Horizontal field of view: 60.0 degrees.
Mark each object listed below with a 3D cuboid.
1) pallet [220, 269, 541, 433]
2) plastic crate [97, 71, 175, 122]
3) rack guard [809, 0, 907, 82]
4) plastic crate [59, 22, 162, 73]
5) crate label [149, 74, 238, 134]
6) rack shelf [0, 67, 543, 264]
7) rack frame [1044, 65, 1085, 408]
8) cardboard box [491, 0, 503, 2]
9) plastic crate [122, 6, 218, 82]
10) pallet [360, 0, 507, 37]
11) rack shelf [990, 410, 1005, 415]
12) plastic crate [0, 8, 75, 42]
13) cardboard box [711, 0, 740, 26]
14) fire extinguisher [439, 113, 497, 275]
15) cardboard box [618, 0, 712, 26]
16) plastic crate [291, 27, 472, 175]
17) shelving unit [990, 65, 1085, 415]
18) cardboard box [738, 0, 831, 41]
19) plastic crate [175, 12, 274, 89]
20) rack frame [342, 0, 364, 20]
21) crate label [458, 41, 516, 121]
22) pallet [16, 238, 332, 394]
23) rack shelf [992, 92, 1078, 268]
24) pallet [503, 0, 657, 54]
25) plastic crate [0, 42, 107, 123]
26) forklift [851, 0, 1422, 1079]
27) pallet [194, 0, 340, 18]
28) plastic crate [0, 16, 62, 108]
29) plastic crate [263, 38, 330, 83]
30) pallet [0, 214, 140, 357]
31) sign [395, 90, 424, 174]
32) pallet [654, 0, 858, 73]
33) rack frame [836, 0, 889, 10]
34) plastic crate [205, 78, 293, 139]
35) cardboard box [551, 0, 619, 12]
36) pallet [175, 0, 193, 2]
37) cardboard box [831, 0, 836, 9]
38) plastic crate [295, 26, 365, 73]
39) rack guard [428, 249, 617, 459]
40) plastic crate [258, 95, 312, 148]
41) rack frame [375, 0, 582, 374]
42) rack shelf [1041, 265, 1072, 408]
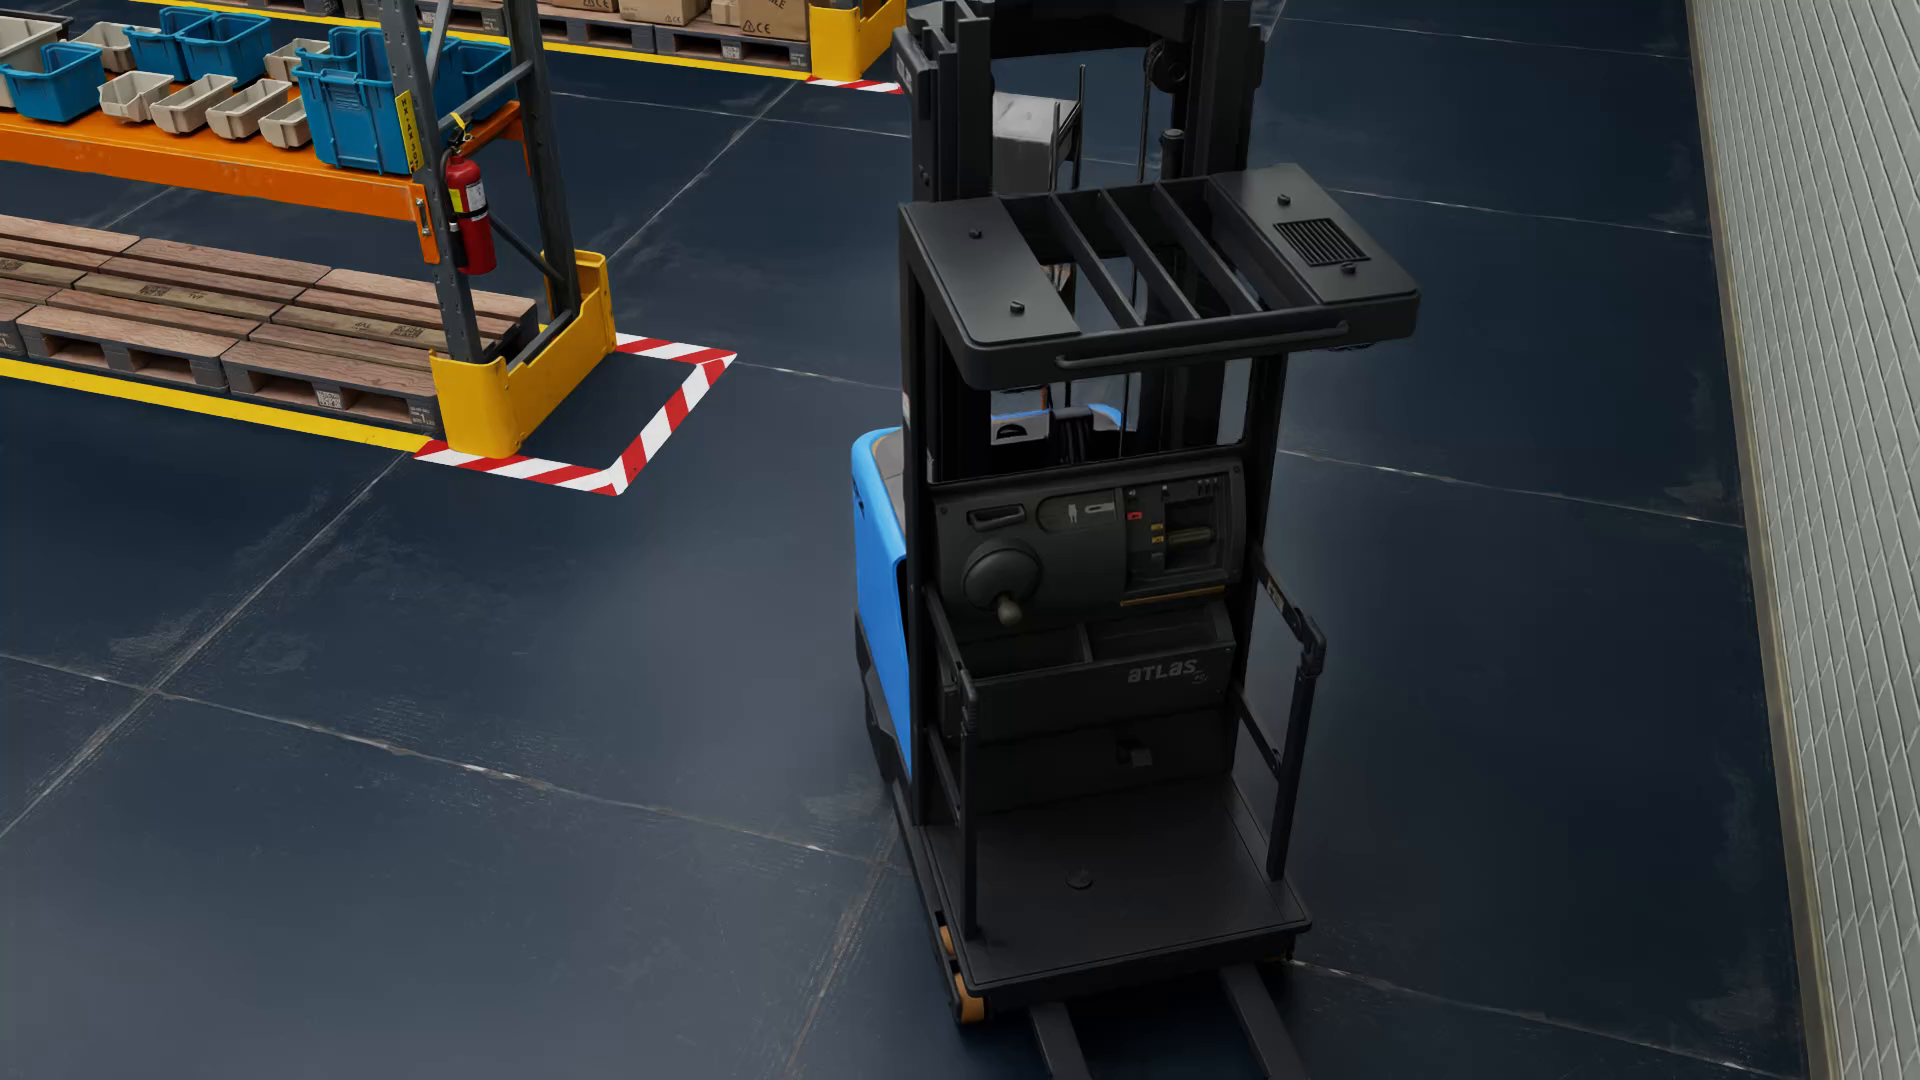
[{"bbox_3d":[-2.900,-0.978,8.401,1.213,0.211,1.003,10,38,14],"label":"pallet"},{"bbox_3d":[-3.790,-2.030,7.649,0.250,0.136,0.298,10,38,14],"label":"plastic crate"},{"bbox_3d":[-0.716,-3.742,11.913,0.348,0.500,1.175,10,38,14],"label":"rack guard"},{"bbox_3d":[-4.190,-2.421,8.181,0.466,0.136,0.293,10,38,14],"label":"plastic crate"},{"bbox_3d":[-3.502,-1.988,7.593,0.243,0.136,0.396,10,38,14],"label":"crate label"},{"bbox_3d":[-4.033,-1.997,8.040,4.000,0.370,1.077,10,38,14],"label":"rack shelf"},{"bbox_3d":[0.391,-0.773,6.529,0.015,2.100,0.400,10,38,14],"label":"rack frame"},{"bbox_3d":[-3.297,-4.135,12.357,0.250,0.166,0.380,10,38,14],"label":"cardboard box"},{"bbox_3d":[-3.805,-2.406,8.079,0.300,0.233,0.416,10,38,14],"label":"plastic crate"},{"bbox_3d":[-3.806,-4.198,12.775,1.213,0.211,1.003,10,38,14],"label":"pallet"},{"bbox_3d":[0.158,-0.242,7.011,0.480,0.518,0.431,10,38,14],"label":"rack shelf"},{"bbox_3d":[-4.794,-2.508,8.309,0.590,0.125,0.437,10,38,14],"label":"plastic crate"},{"bbox_3d":[-1.596,-3.851,11.971,0.250,0.166,0.380,10,38,14],"label":"cardboard box"},{"bbox_3d":[-2.116,-1.469,7.095,0.183,0.674,0.296,10,38,14],"label":"fire extinguisher"},{"bbox_3d":[-2.134,-3.947,12.031,0.500,0.250,0.500,10,38,14],"label":"cardboard box"},{"bbox_3d":[-2.499,-1.926,7.255,0.499,0.435,0.616,10,38,14],"label":"plastic crate"},{"bbox_3d":[0.158,-0.816,6.588,0.503,2.100,0.431,10,38,14],"label":"shelving unit"},{"bbox_3d":[-1.236,-3.863,11.705,0.500,0.500,0.500,10,38,14],"label":"cardboard box"},{"bbox_3d":[-3.518,-2.353,8.007,0.300,0.233,0.416,10,38,14],"label":"plastic crate"},{"bbox_3d":[-4.461,-5.443,12.114,0.127,3.000,1.000,10,38,14],"label":"rack frame"},{"bbox_3d":[-2.261,-2.120,7.691,0.303,0.233,0.416,10,38,14],"label":"crate label"},{"bbox_3d":[-4.060,-1.195,8.696,1.213,0.211,1.003,10,38,14],"label":"pallet"},{"bbox_3d":[0.158,-1.369,6.181,0.480,0.518,0.431,10,38,14],"label":"rack shelf"},{"bbox_3d":[-2.638,-3.983,12.484,1.213,0.211,1.003,10,38,14],"label":"pallet"},{"bbox_3d":[-4.161,-2.108,7.675,0.300,0.233,0.416,10,38,14],"label":"plastic crate"},{"bbox_3d":[0.441,0.076,4.675,1.130,2.935,3.031,-8,37,-11],"label":"forklift"},{"bbox_3d":[-5.249,-4.442,13.107,1.213,0.211,1.003,10,38,14],"label":"pallet"},{"bbox_3d":[-4.539,-2.243,7.816,0.530,0.282,0.437,10,38,14],"label":"plastic crate"},{"bbox_3d":[-3.190,-2.305,8.023,0.298,0.136,0.250,10,38,14],"label":"plastic crate"},{"bbox_3d":[-5.229,-1.410,8.987,1.213,0.211,1.003,10,38,14],"label":"pallet"},{"bbox_3d":[-2.273,-1.685,6.872,0.005,0.325,0.100,10,38,14],"label":"sign"},{"bbox_3d":[-1.477,-3.766,12.189,1.213,0.211,1.003,10,38,14],"label":"pallet"},{"bbox_3d":[-0.643,-4.736,11.154,0.127,3.000,1.000,10,38,14],"label":"rack frame"},{"bbox_3d":[-3.229,-1.953,7.544,0.243,0.136,0.396,10,38,14],"label":"plastic crate"},{"bbox_3d":[-2.667,-4.285,12.277,0.637,0.503,0.797,10,38,14],"label":"cardboard box"},{"bbox_3d":[-6.417,-4.656,13.399,1.213,0.211,1.003,10,38,14],"label":"pallet"},{"bbox_3d":[-0.941,-4.033,12.233,0.250,0.149,0.380,10,38,14],"label":"cardboard box"},{"bbox_3d":[-2.890,-2.237,7.849,0.300,0.233,0.416,10,38,14],"label":"plastic crate"},{"bbox_3d":[-2.097,-0.930,8.092,0.348,0.500,1.175,10,38,14],"label":"rack guard"},{"bbox_3d":[-2.956,-1.893,7.464,0.243,0.136,0.396,10,38,14],"label":"plastic crate"},{"bbox_3d":[-2.124,-1.934,7.347,0.127,3.000,1.000,10,38,14],"label":"rack frame"},{"bbox_3d":[0.158,-0.805,6.596,0.480,0.518,0.431,10,38,14],"label":"rack shelf"}]
